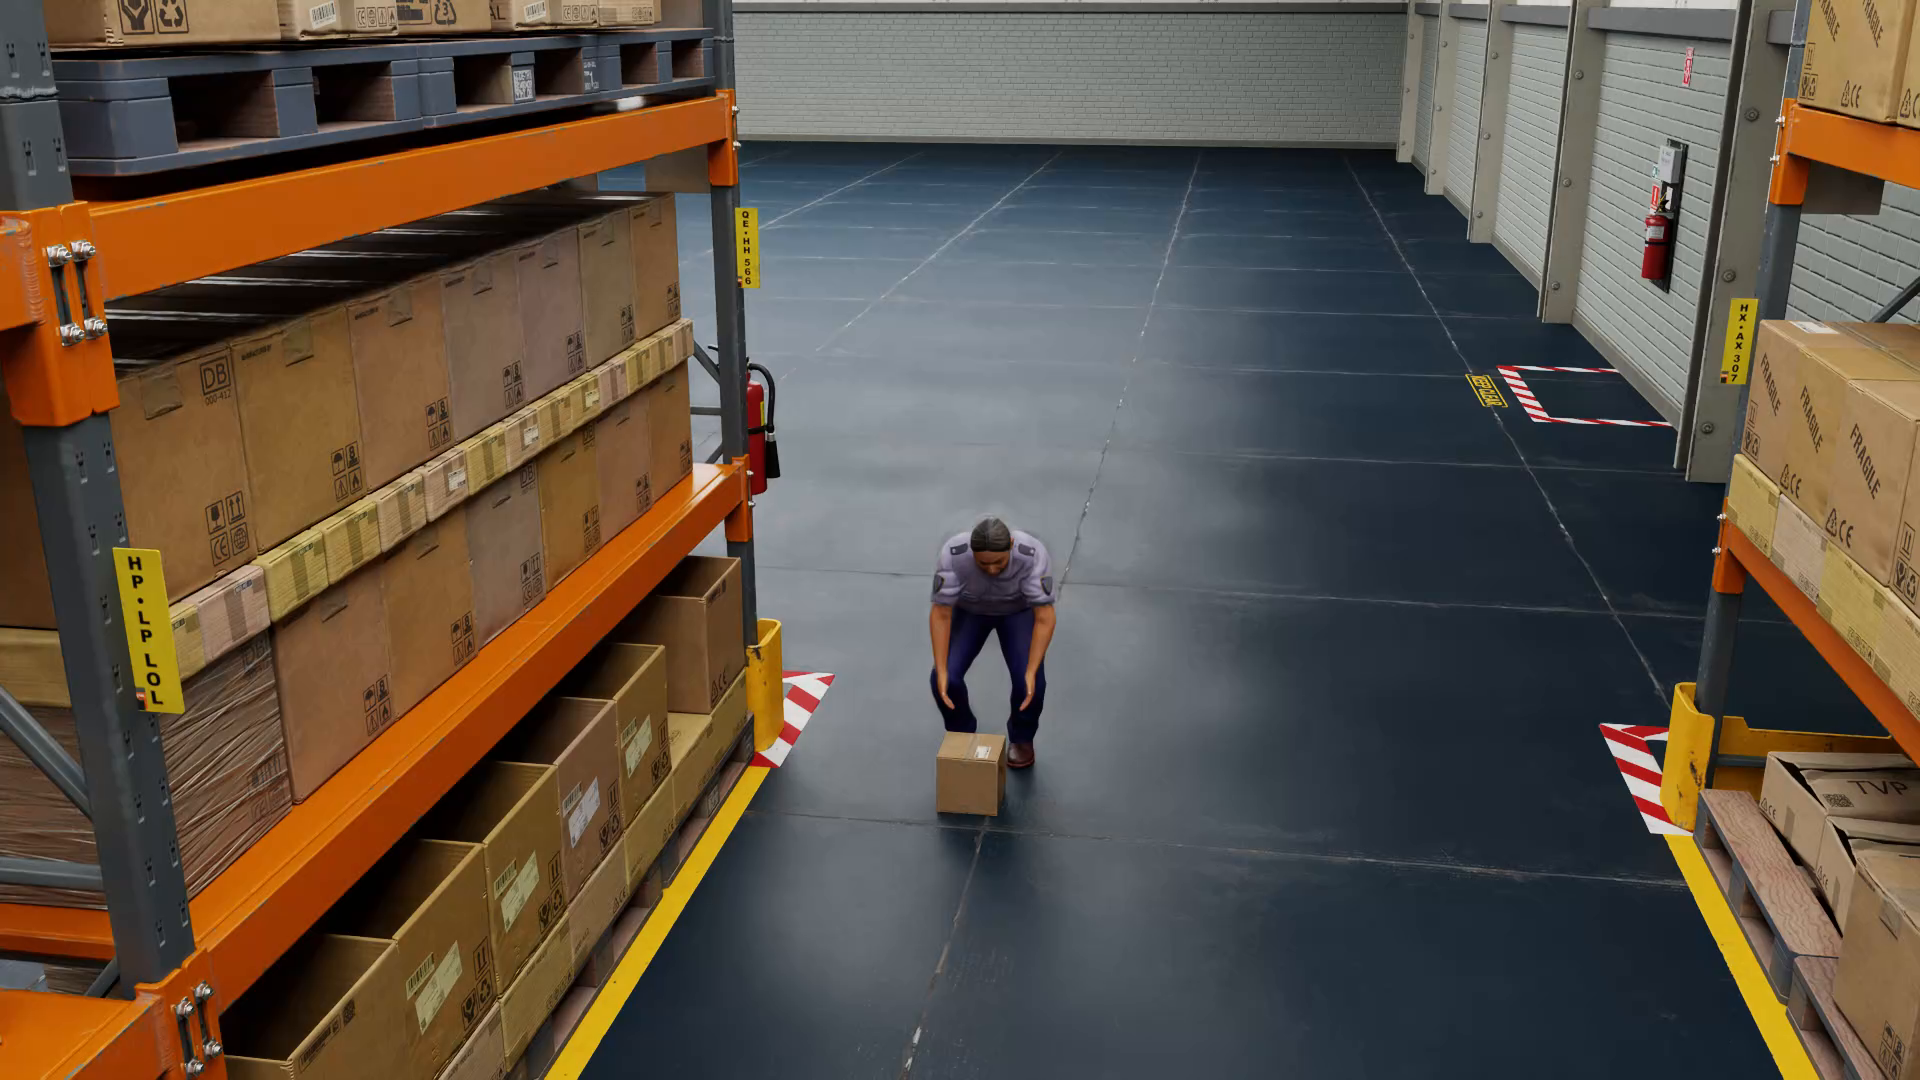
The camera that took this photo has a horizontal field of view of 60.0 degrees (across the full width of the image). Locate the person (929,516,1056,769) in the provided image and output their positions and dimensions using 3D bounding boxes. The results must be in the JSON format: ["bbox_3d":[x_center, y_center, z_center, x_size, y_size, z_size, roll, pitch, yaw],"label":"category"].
[{"bbox_3d":[0.153,0.396,7.102,0.531,1.197,0.741,3,18,9],"label":"person"}]
